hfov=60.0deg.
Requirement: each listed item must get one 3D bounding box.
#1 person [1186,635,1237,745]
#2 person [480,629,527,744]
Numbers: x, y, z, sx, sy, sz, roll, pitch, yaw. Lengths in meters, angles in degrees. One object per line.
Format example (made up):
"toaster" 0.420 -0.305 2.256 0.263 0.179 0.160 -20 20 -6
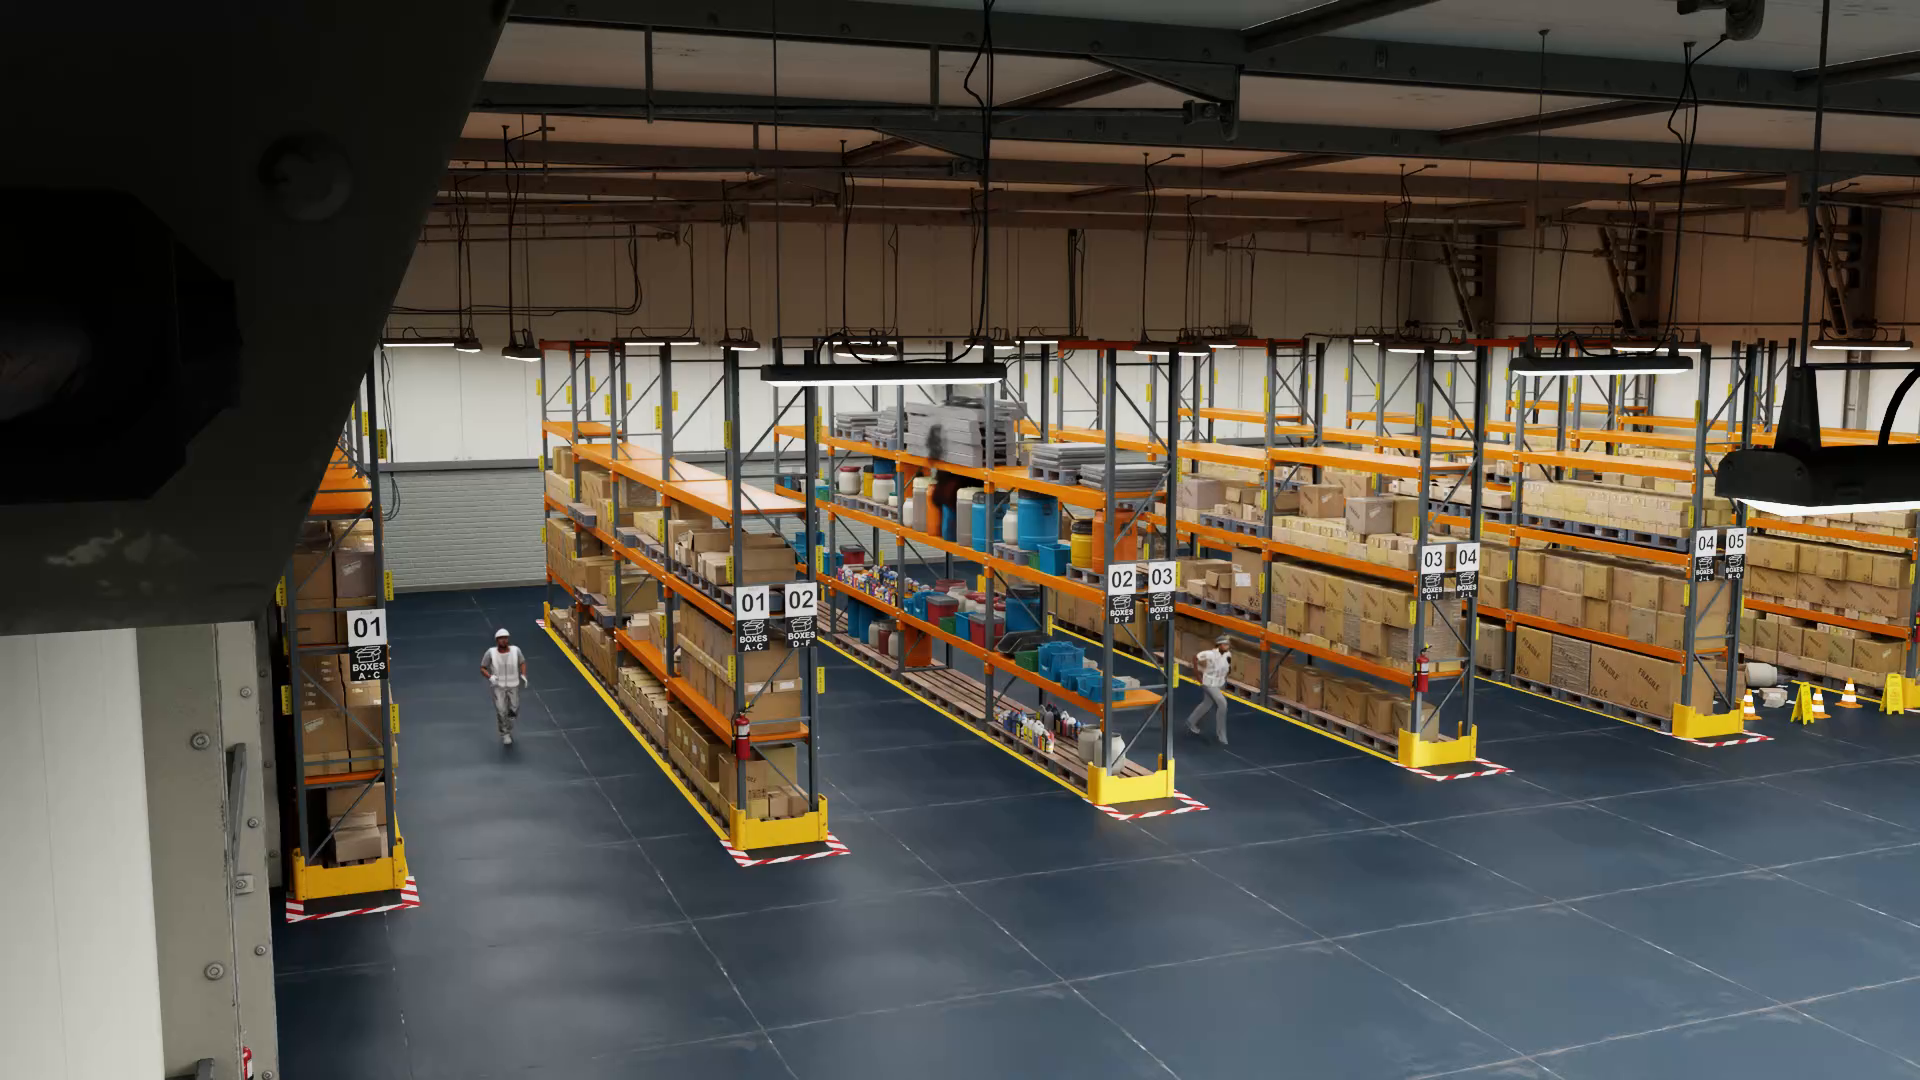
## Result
"person" 3.813 2.244 25.323 0.926 1.679 0.573 7 10 44
"person" -6.895 2.210 25.180 0.685 1.737 0.549 -3 8 -23
